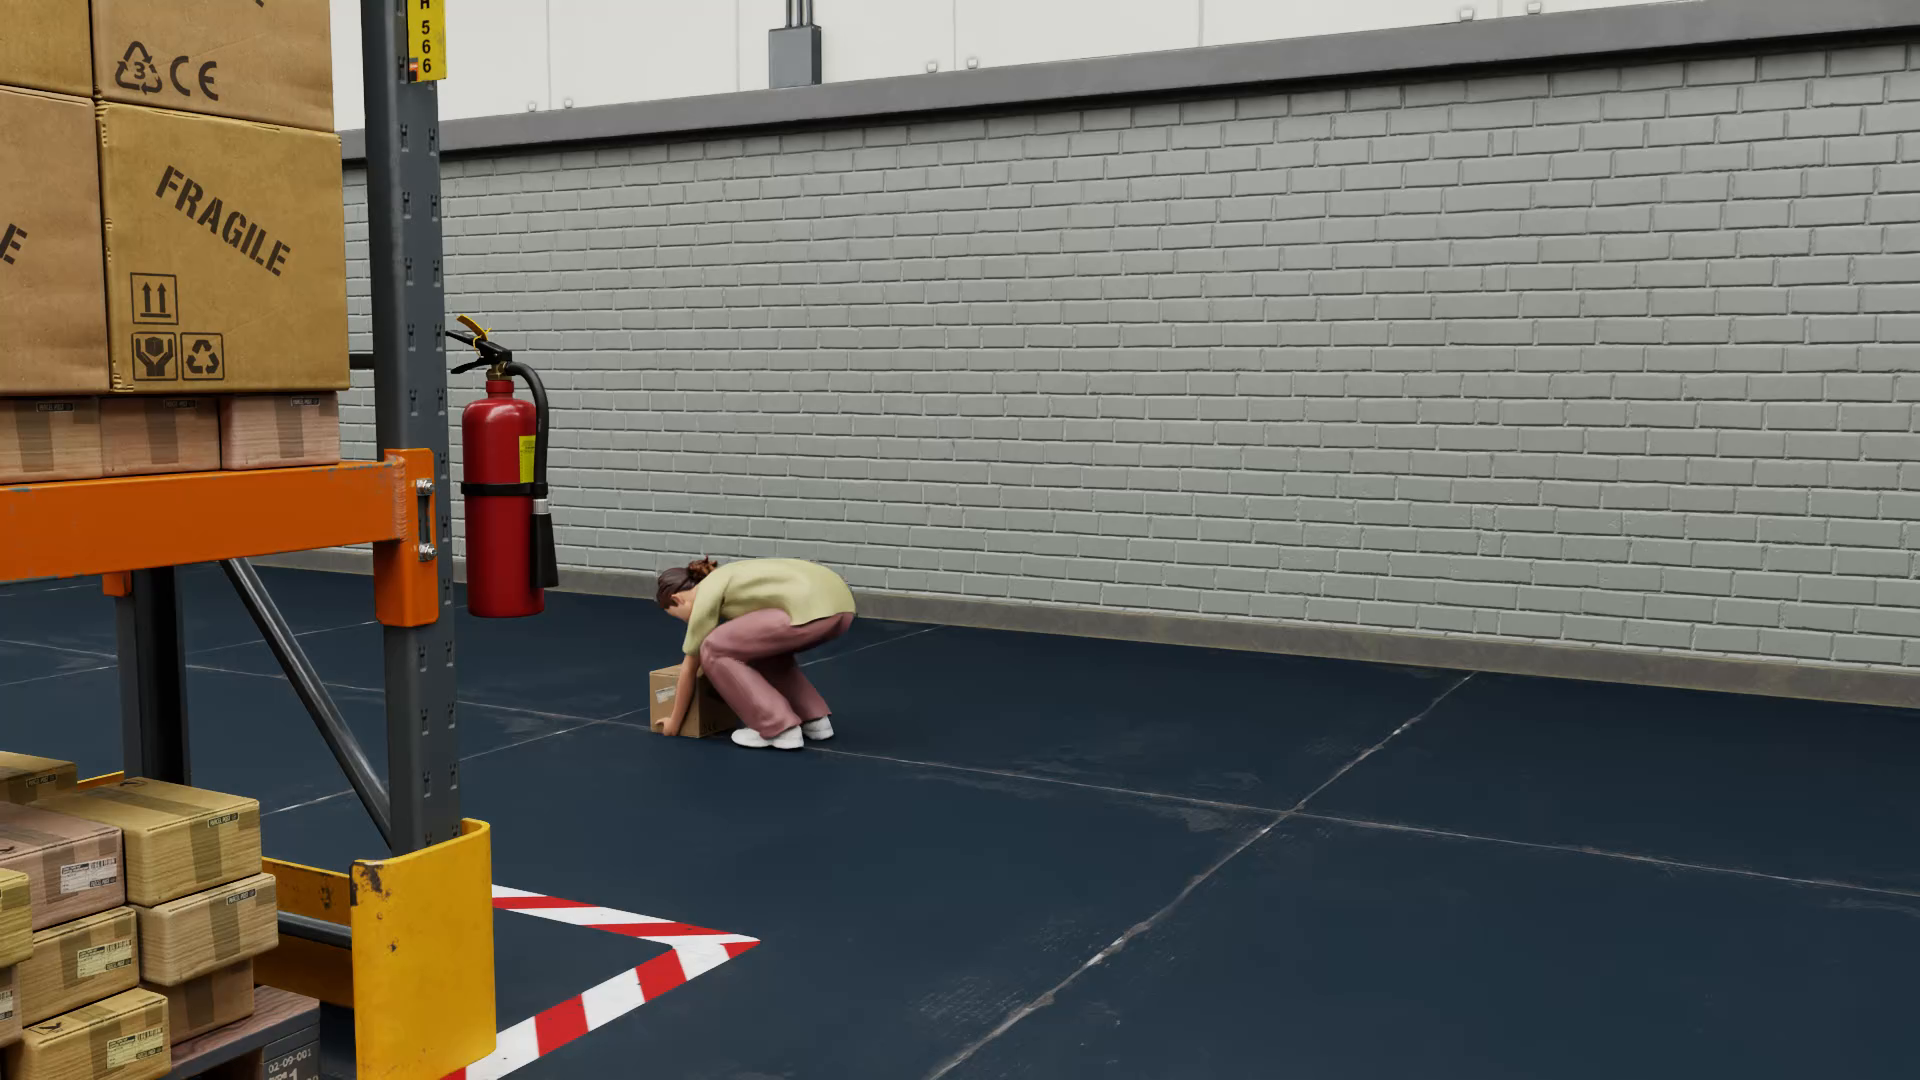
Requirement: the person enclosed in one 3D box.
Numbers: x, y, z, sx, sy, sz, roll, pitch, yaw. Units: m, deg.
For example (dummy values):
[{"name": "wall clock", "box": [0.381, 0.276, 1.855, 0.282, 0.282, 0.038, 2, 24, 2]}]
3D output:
[{"name": "person", "box": [-0.841, 0.445, 6.691, 0.867, 0.745, 0.463, 3, 7, 27]}]
